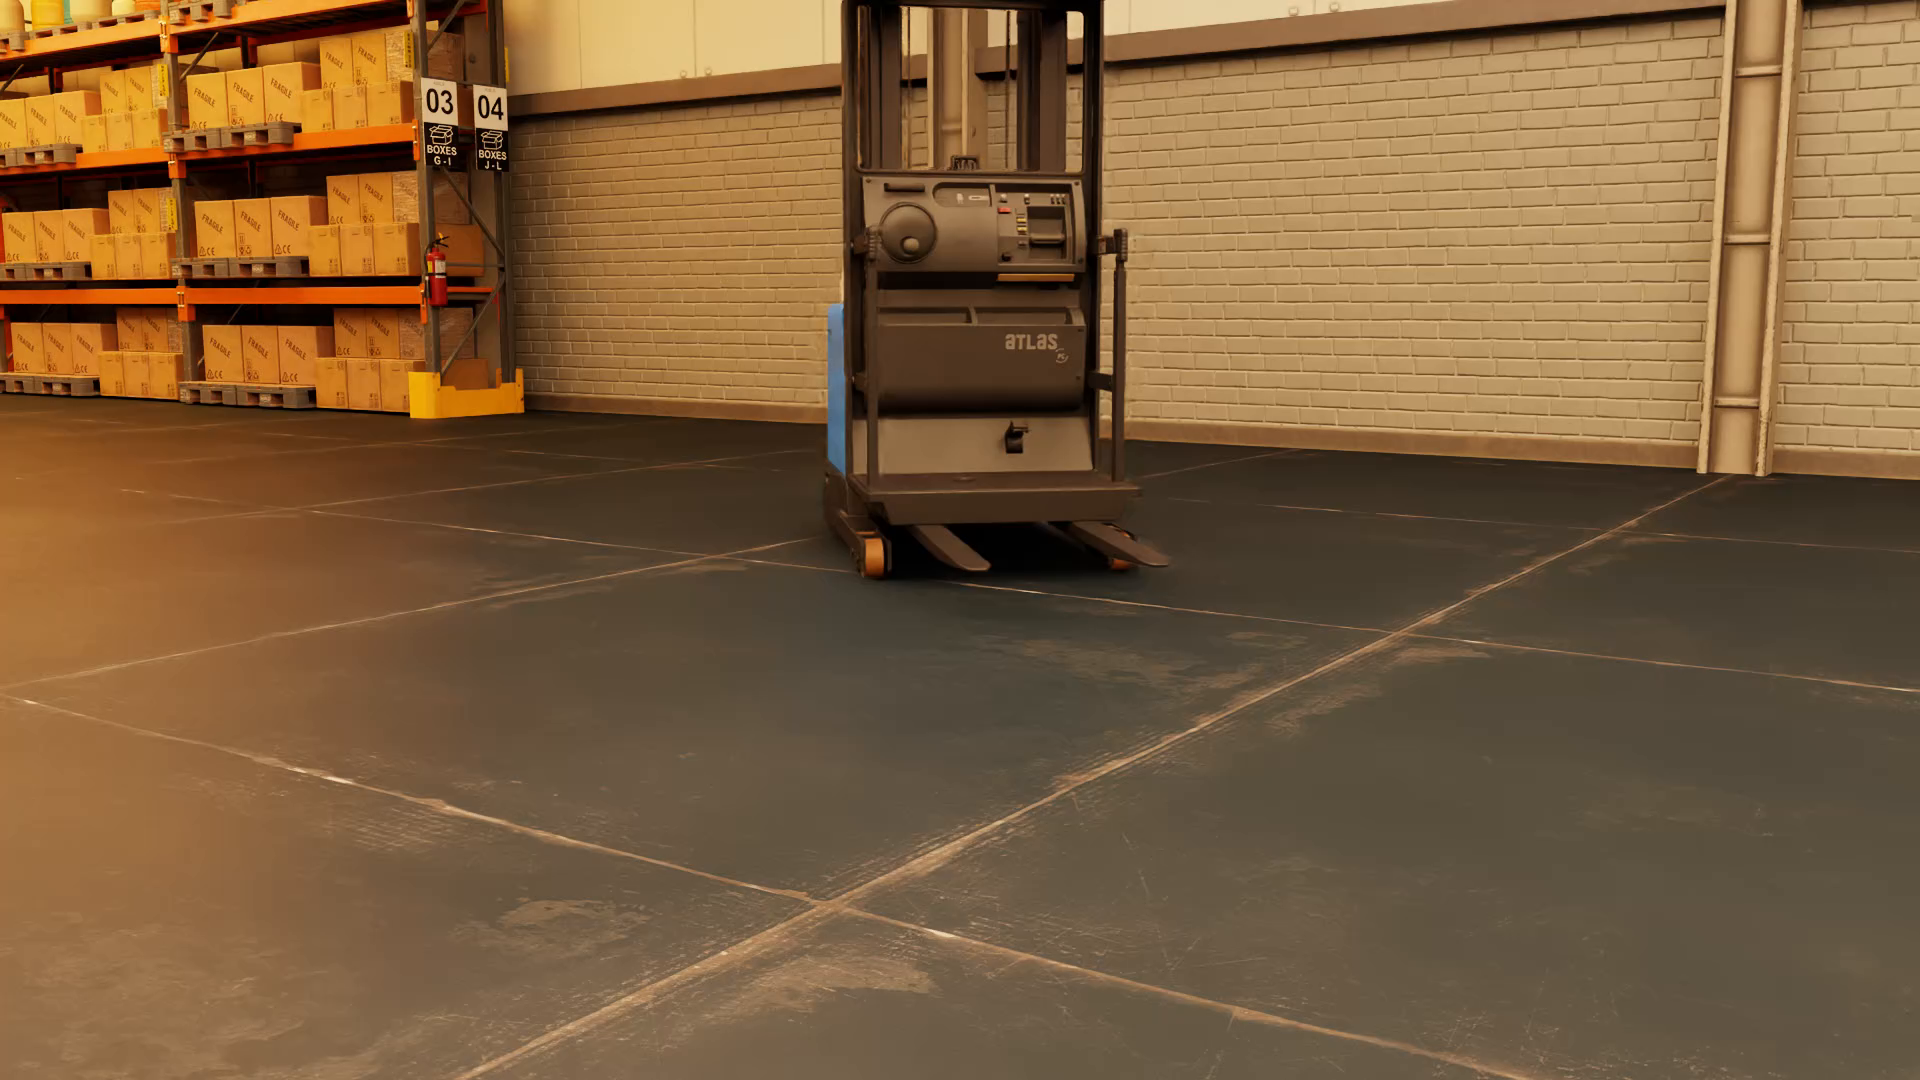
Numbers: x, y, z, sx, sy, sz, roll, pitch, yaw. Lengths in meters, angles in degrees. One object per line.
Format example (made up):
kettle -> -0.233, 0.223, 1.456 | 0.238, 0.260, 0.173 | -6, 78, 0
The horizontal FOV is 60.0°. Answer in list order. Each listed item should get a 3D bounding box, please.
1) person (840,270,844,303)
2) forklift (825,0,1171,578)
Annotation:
person -> -0.545, -1.218, 10.535 | 0.519, 1.625, 0.685 | -4, 9, -25
forklift -> 0.100, -1.352, 6.704 | 1.130, 2.935, 3.031 | -1, 8, -10
